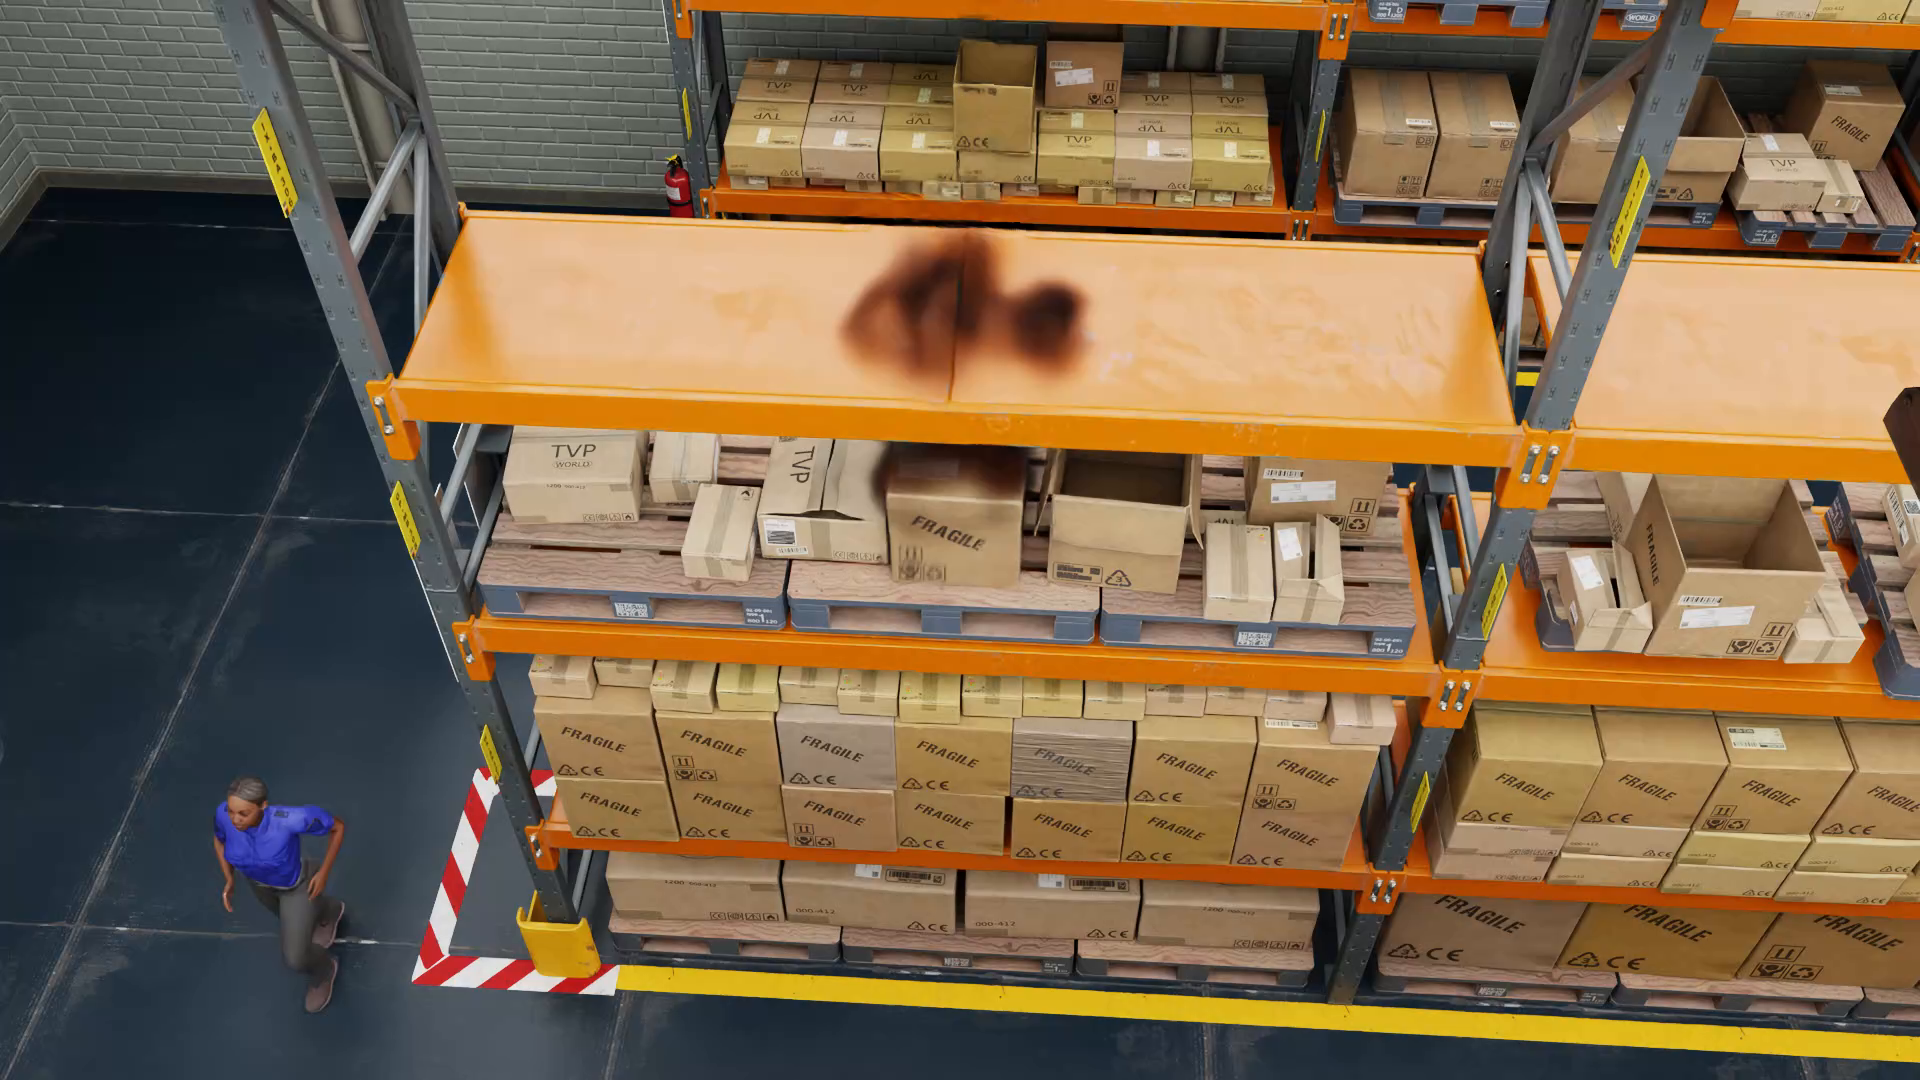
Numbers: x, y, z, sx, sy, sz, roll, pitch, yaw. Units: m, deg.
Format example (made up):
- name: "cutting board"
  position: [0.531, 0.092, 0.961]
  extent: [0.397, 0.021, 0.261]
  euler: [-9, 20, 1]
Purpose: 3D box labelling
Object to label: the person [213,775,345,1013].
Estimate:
- name: "person"
  position: [-3.276, 1.687, 8.111]
  extent: [0.583, 1.692, 0.628]
  euler: [12, 49, 11]
